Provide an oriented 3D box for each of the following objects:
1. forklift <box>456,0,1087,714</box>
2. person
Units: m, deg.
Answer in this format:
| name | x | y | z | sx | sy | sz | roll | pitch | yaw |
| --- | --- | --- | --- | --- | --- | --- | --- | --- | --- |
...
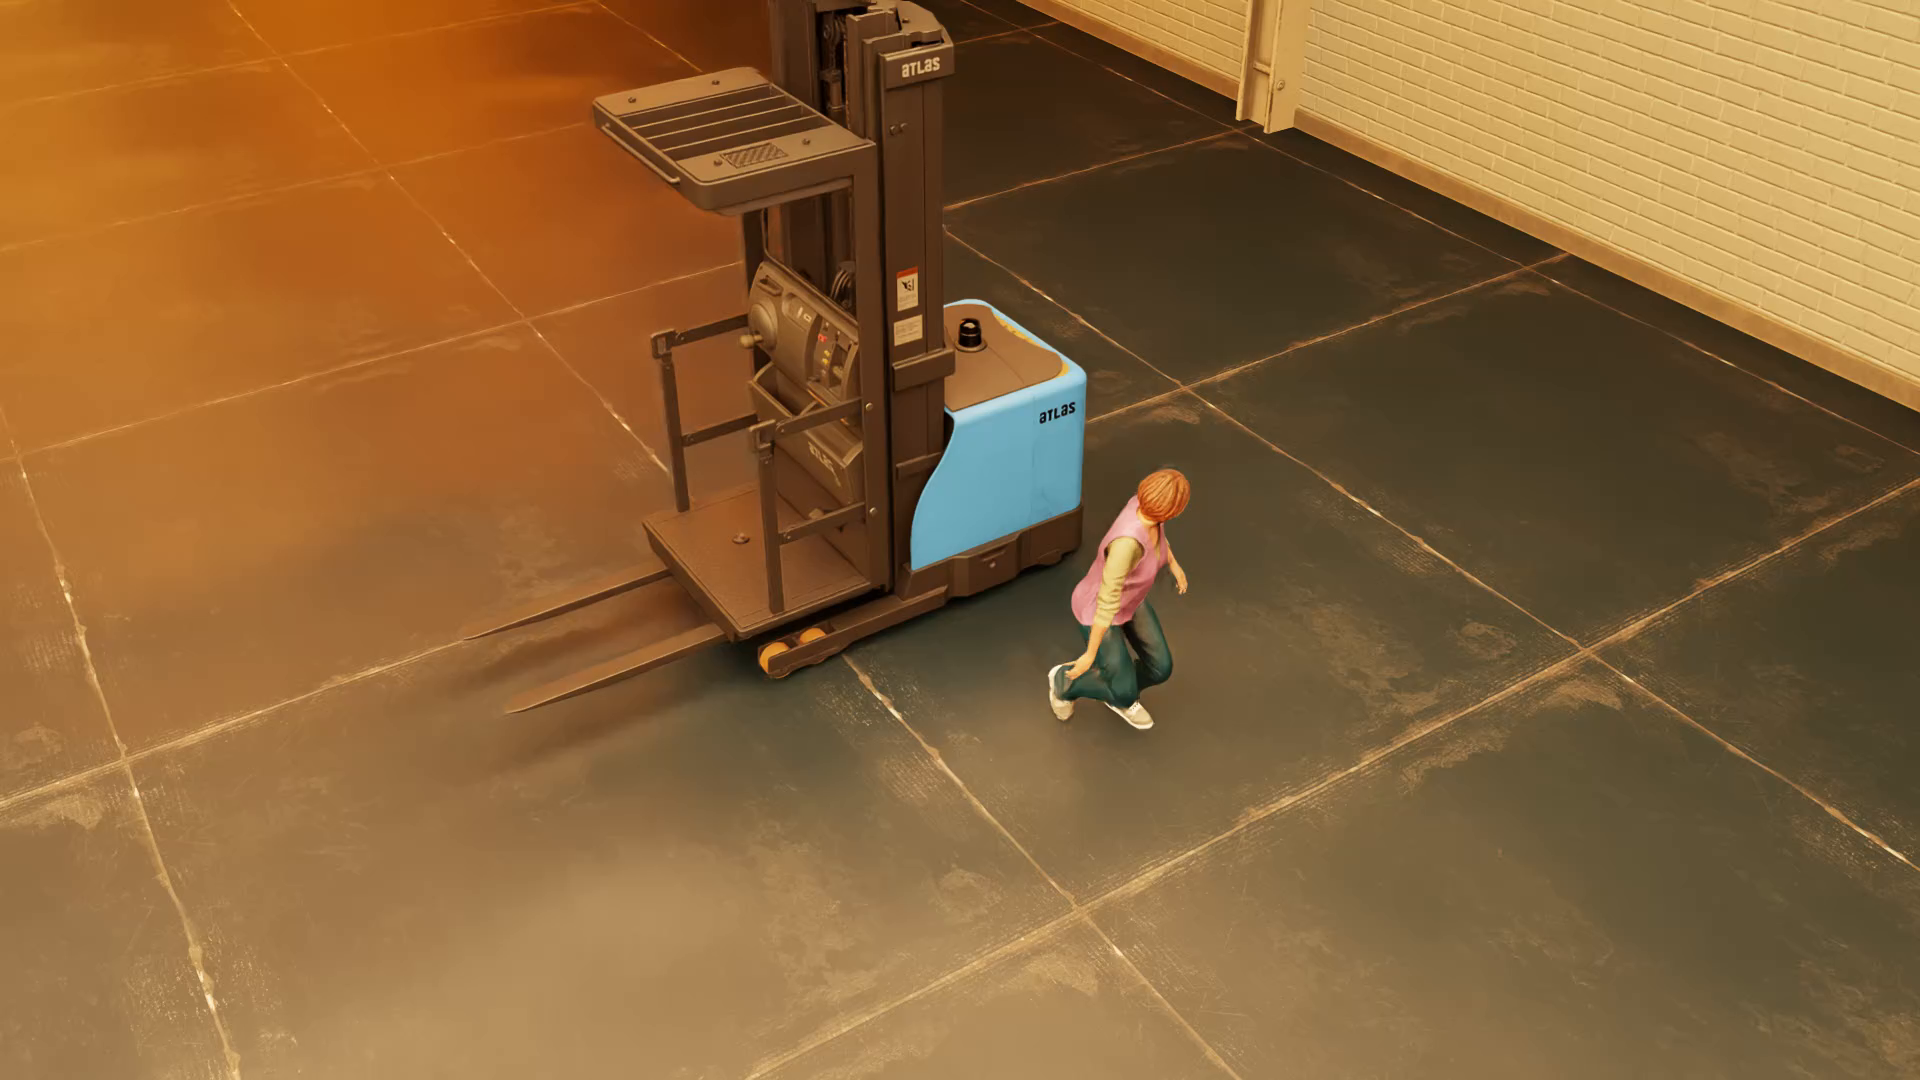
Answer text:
| name | x | y | z | sx | sy | sz | roll | pitch | yaw |
| --- | --- | --- | --- | --- | --- | --- | --- | --- | --- |
| forklift | -0.886 | -0.900 | 7.429 | 3.031 | 2.935 | 1.130 | -21 | 40 | -27 |
| person | 0.643 | 0.286 | 7.091 | 0.527 | 1.403 | 0.773 | 24 | 42 | 30 |
